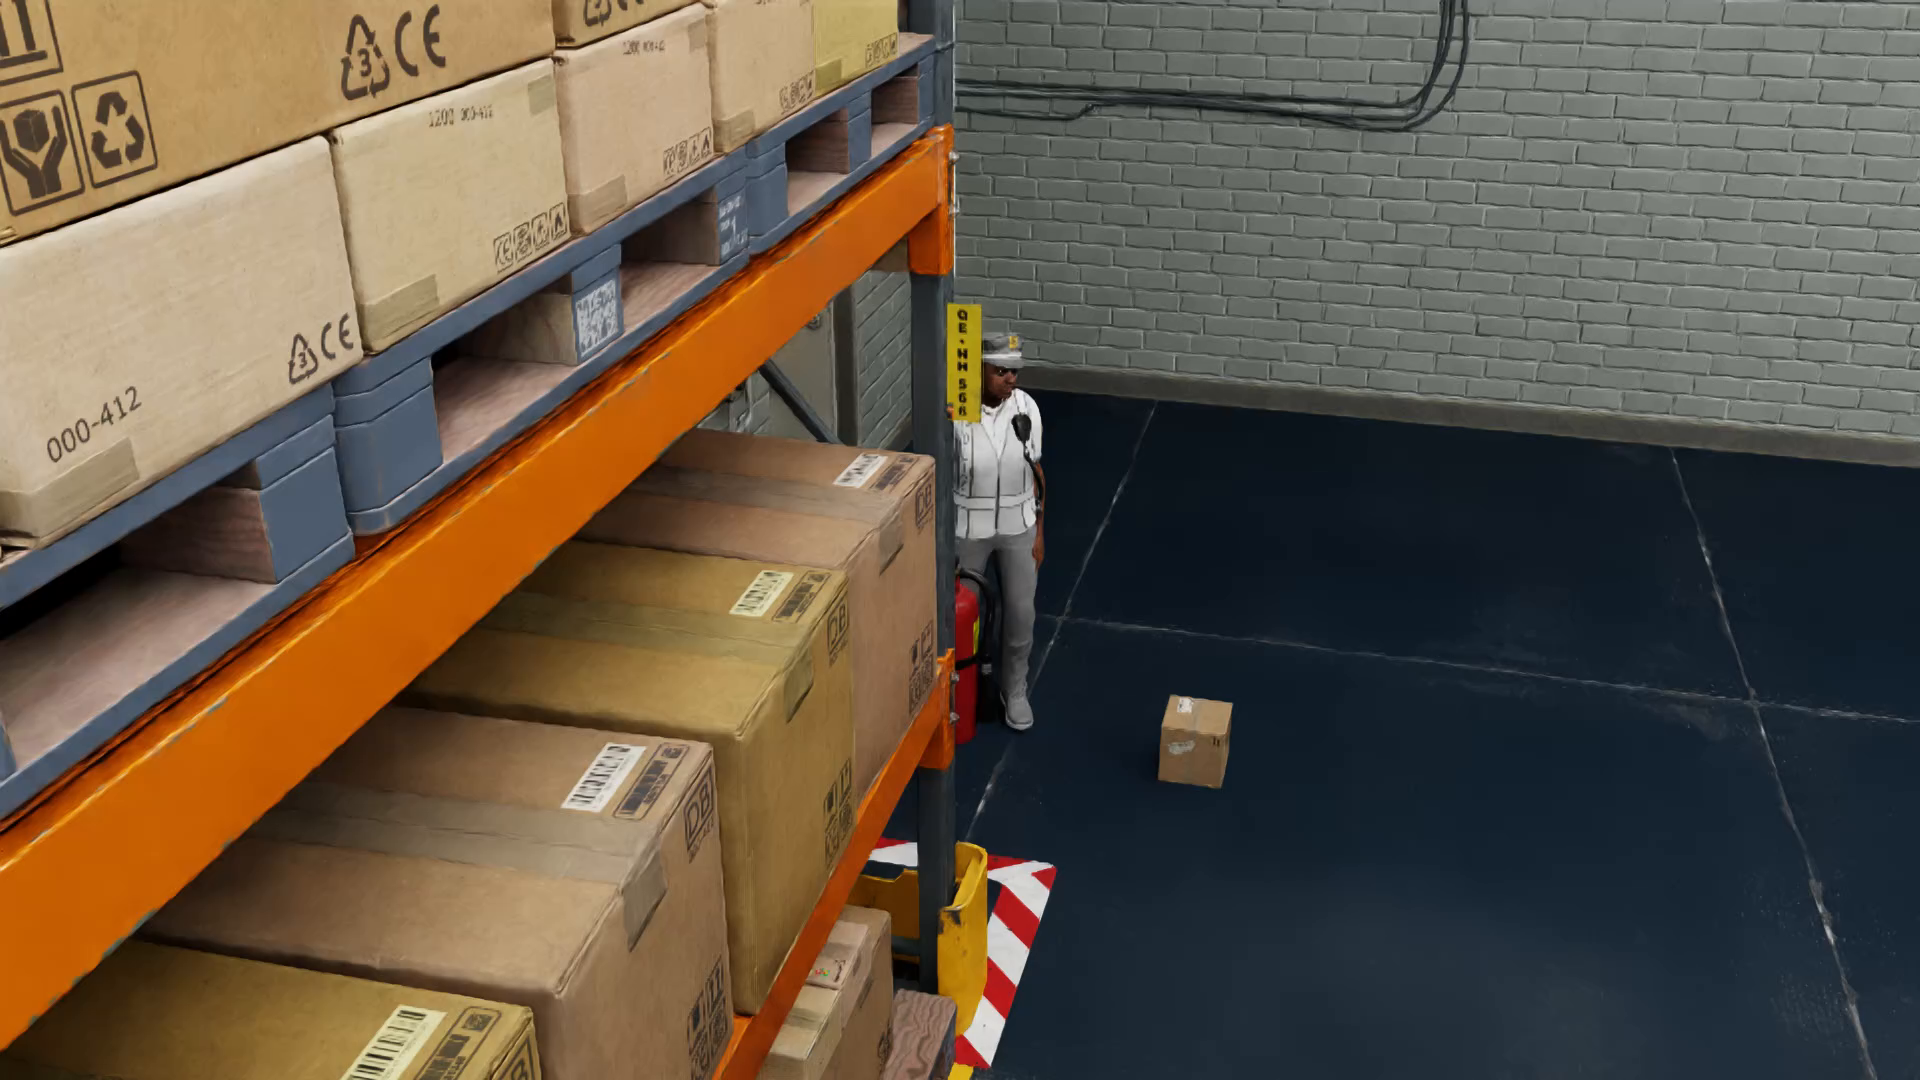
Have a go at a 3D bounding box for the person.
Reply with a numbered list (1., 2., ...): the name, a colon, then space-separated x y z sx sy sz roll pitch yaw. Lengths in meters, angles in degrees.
1. person: 3.787 2.629 0.871 5.272 1.822 14.168 -5 26 -10
